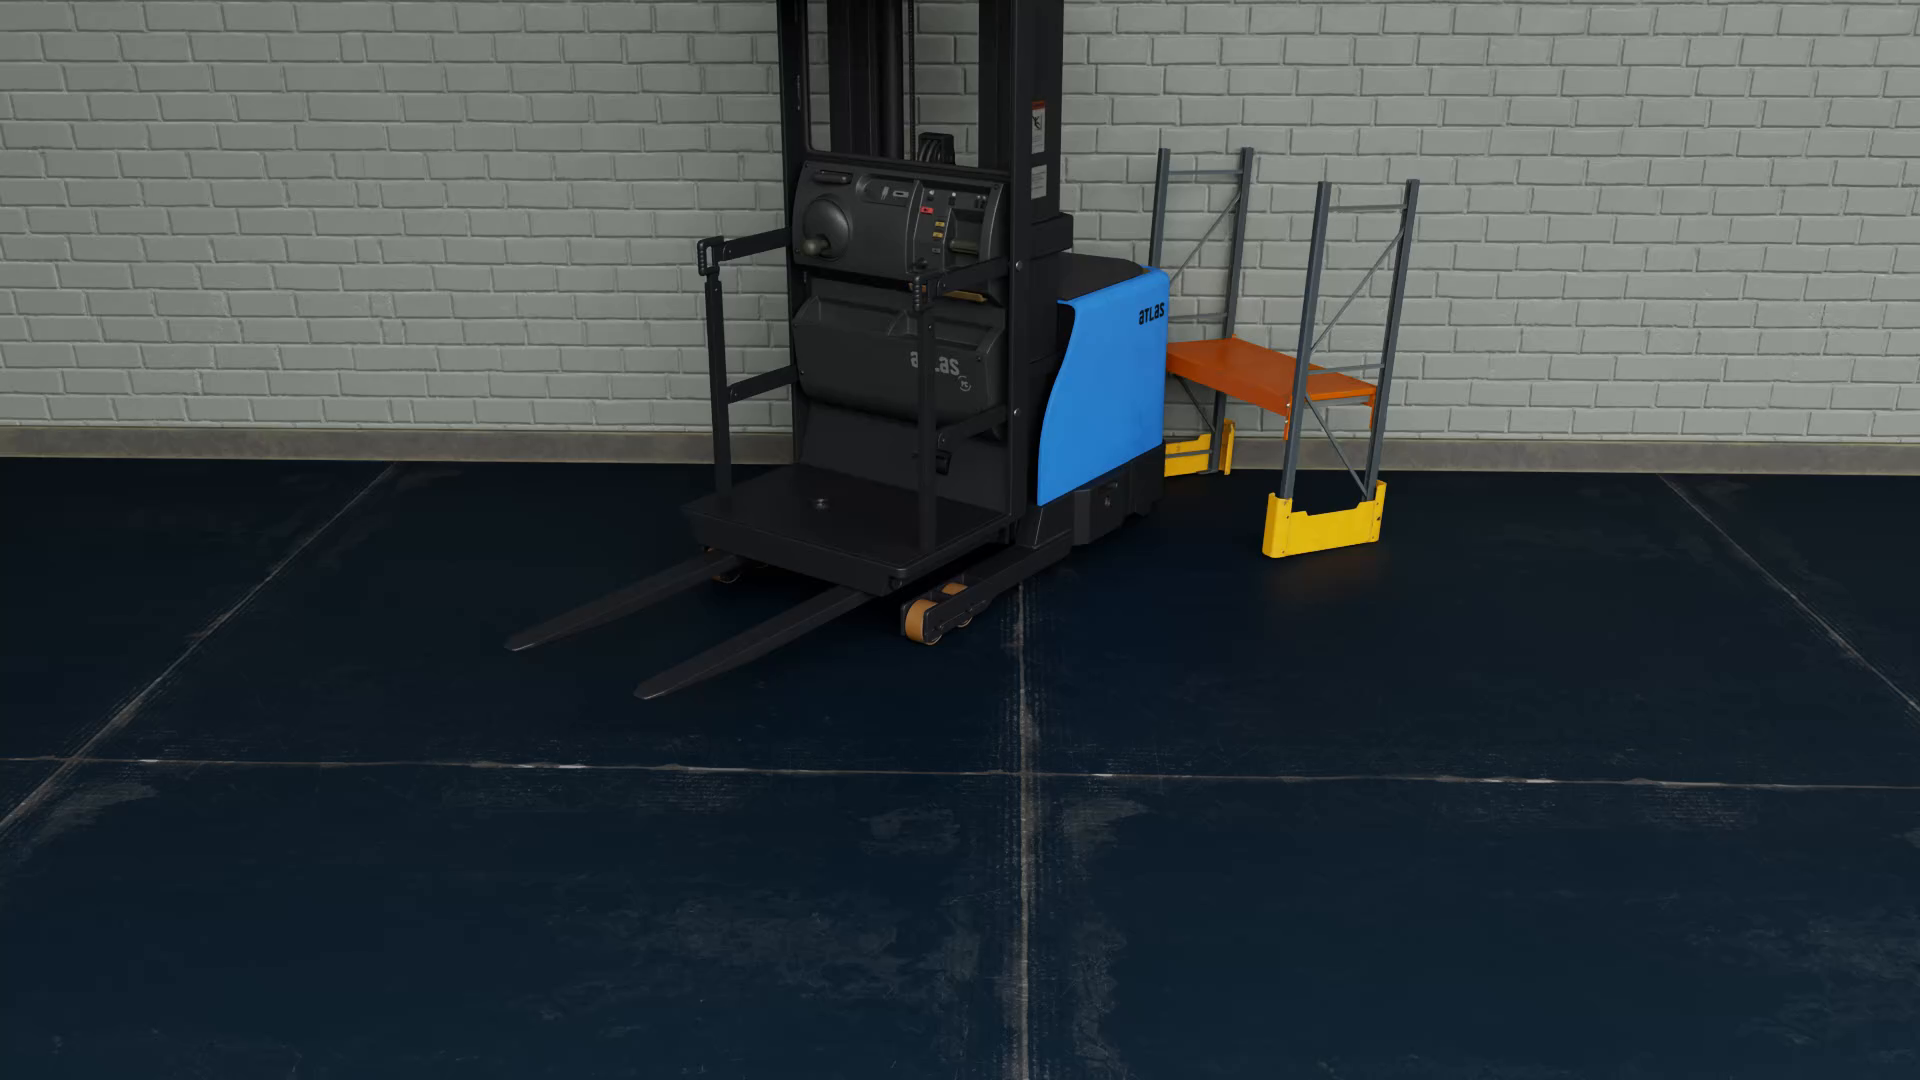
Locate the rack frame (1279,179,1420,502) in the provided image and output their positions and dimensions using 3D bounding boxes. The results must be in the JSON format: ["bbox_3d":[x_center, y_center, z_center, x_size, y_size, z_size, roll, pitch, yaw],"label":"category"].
[{"bbox_3d":[1.542,-0.681,6.664,0.500,1.500,0.032,-8,22,-29],"label":"rack frame"}]

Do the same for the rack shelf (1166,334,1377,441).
[{"bbox_3d":[1.279,-0.671,7.135,0.538,0.185,1.000,-8,22,-29],"label":"rack shelf"}]

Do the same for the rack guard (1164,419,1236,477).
[{"bbox_3d":[1.011,-0.405,7.678,0.587,0.250,0.087,-8,22,-29],"label":"rack guard"}]

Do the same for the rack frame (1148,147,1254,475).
[{"bbox_3d":[1.035,-1.000,7.485,0.500,1.500,0.032,-8,22,-29],"label":"rack frame"}]

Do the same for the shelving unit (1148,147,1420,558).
[{"bbox_3d":[1.293,-0.837,7.067,0.587,1.500,1.083,-8,22,-29],"label":"shelving unit"}]

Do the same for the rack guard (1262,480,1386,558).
[{"bbox_3d":[1.508,-0.093,6.873,0.587,0.250,0.087,-8,22,-29],"label":"rack guard"}]

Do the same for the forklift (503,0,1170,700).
[{"bbox_3d":[-0.364,-1.182,6.024,1.130,2.935,3.031,14,25,33],"label":"forklift"}]
